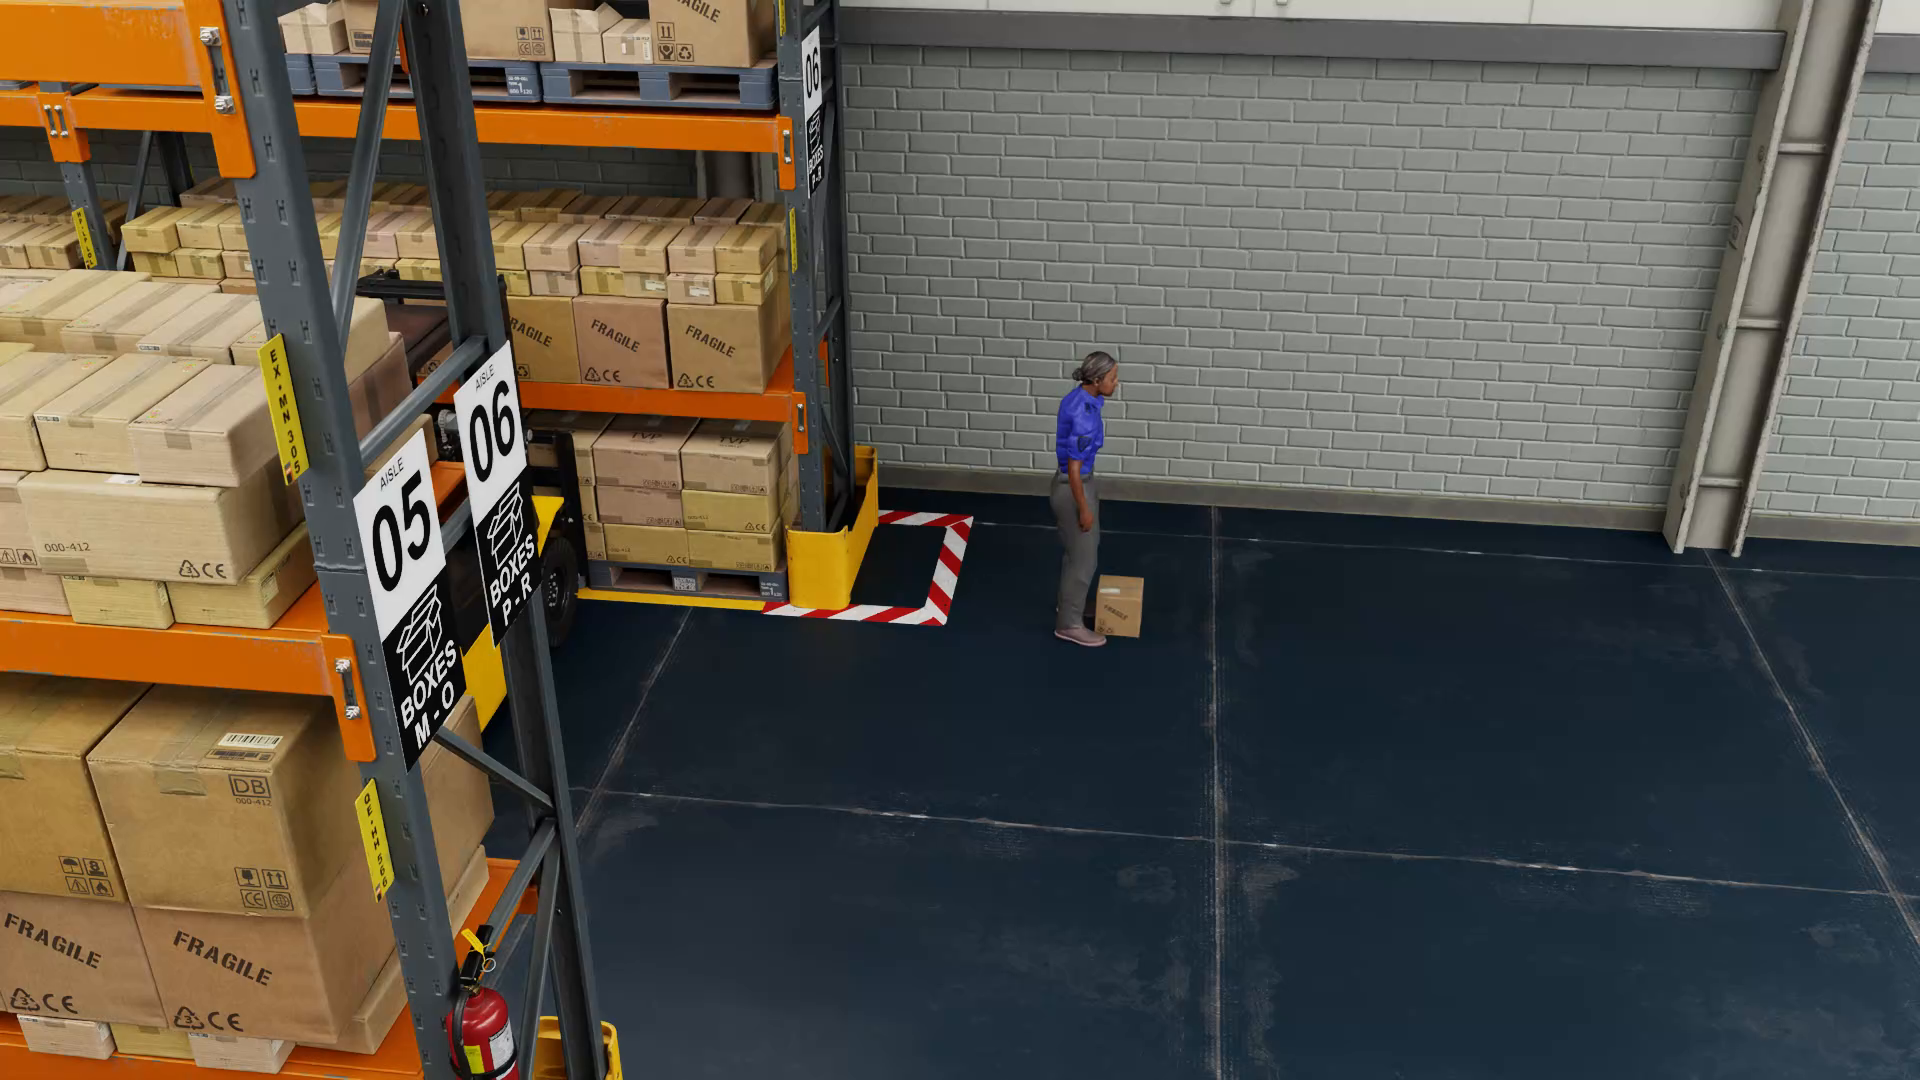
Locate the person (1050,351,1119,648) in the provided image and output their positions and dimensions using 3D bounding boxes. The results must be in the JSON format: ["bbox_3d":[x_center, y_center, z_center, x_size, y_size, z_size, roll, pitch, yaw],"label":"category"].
[{"bbox_3d":[0.666,-0.249,9.087,0.348,1.653,0.512,2,29,4],"label":"person"}]
